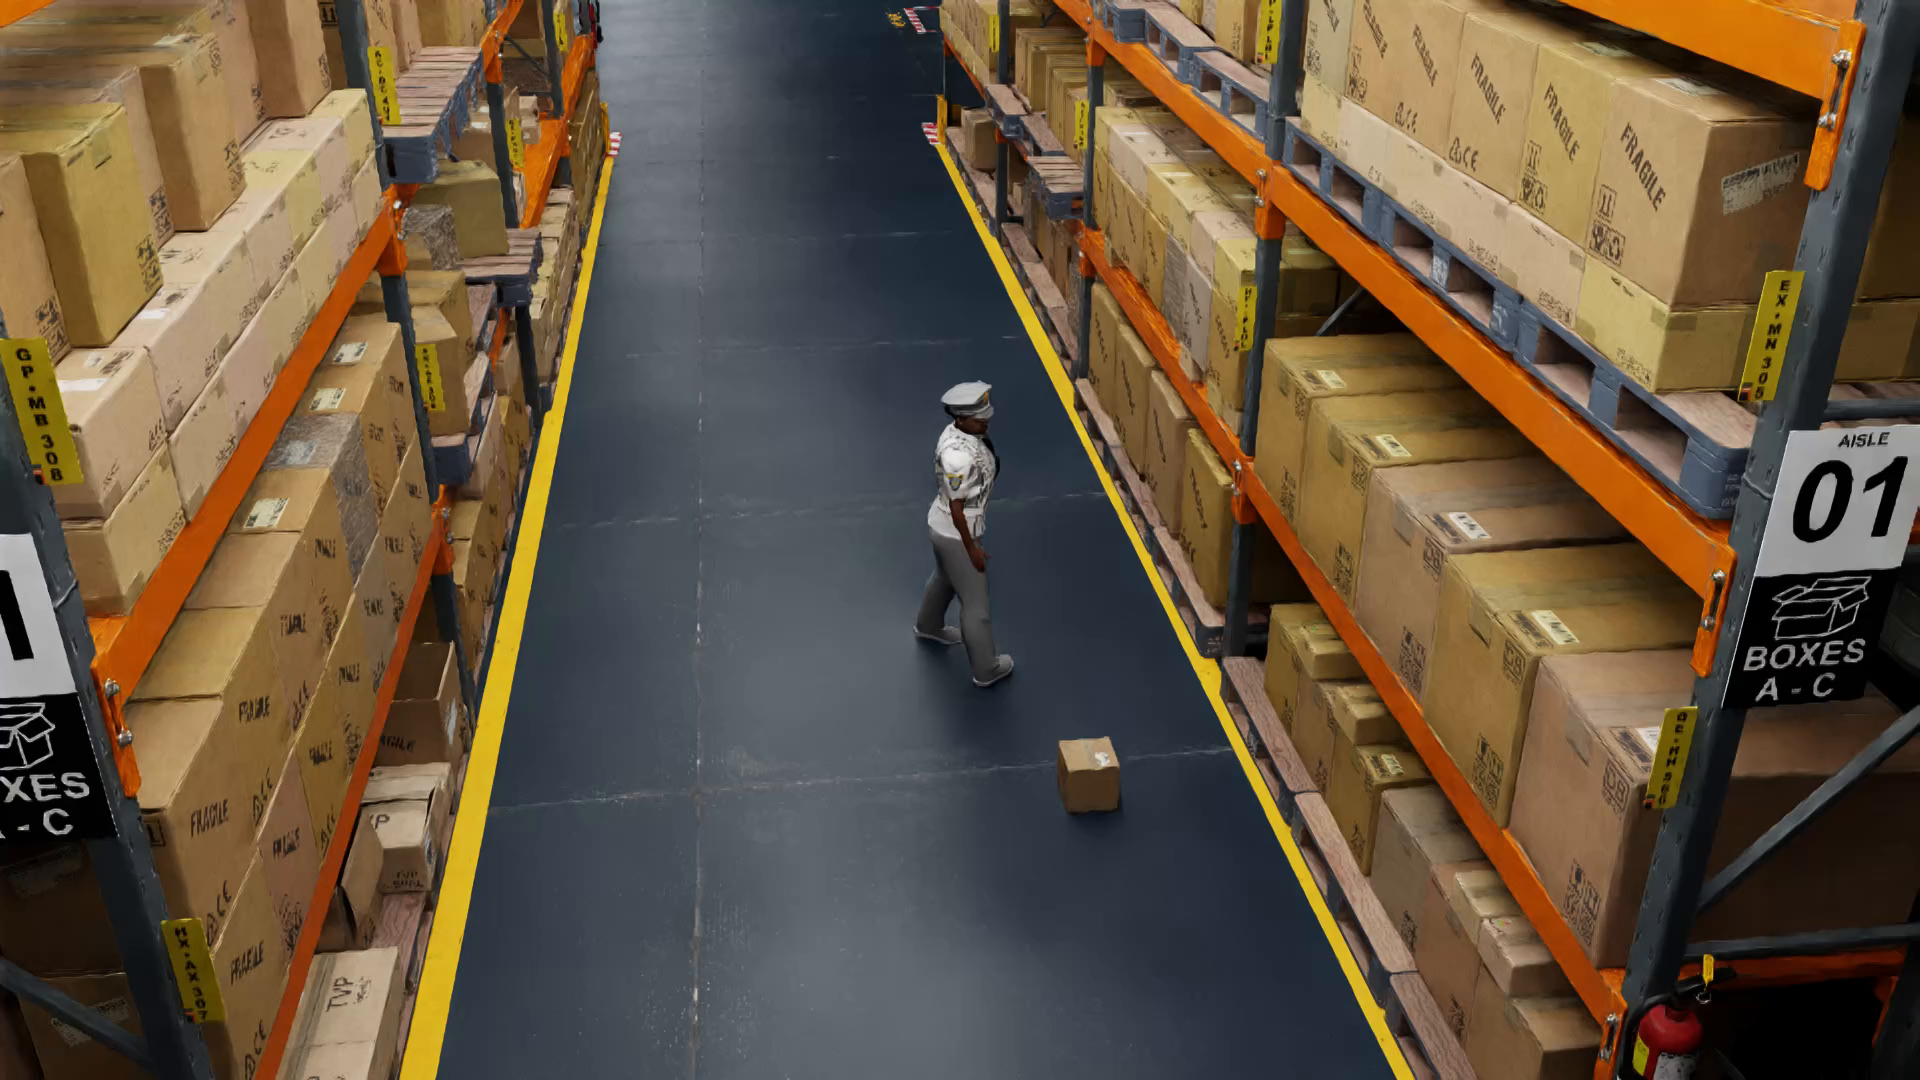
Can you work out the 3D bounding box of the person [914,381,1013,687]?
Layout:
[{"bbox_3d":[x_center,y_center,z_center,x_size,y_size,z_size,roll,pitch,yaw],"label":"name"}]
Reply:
[{"bbox_3d":[0.018,-0.067,8.761,0.555,1.666,0.589,2,27,3],"label":"person"}]
